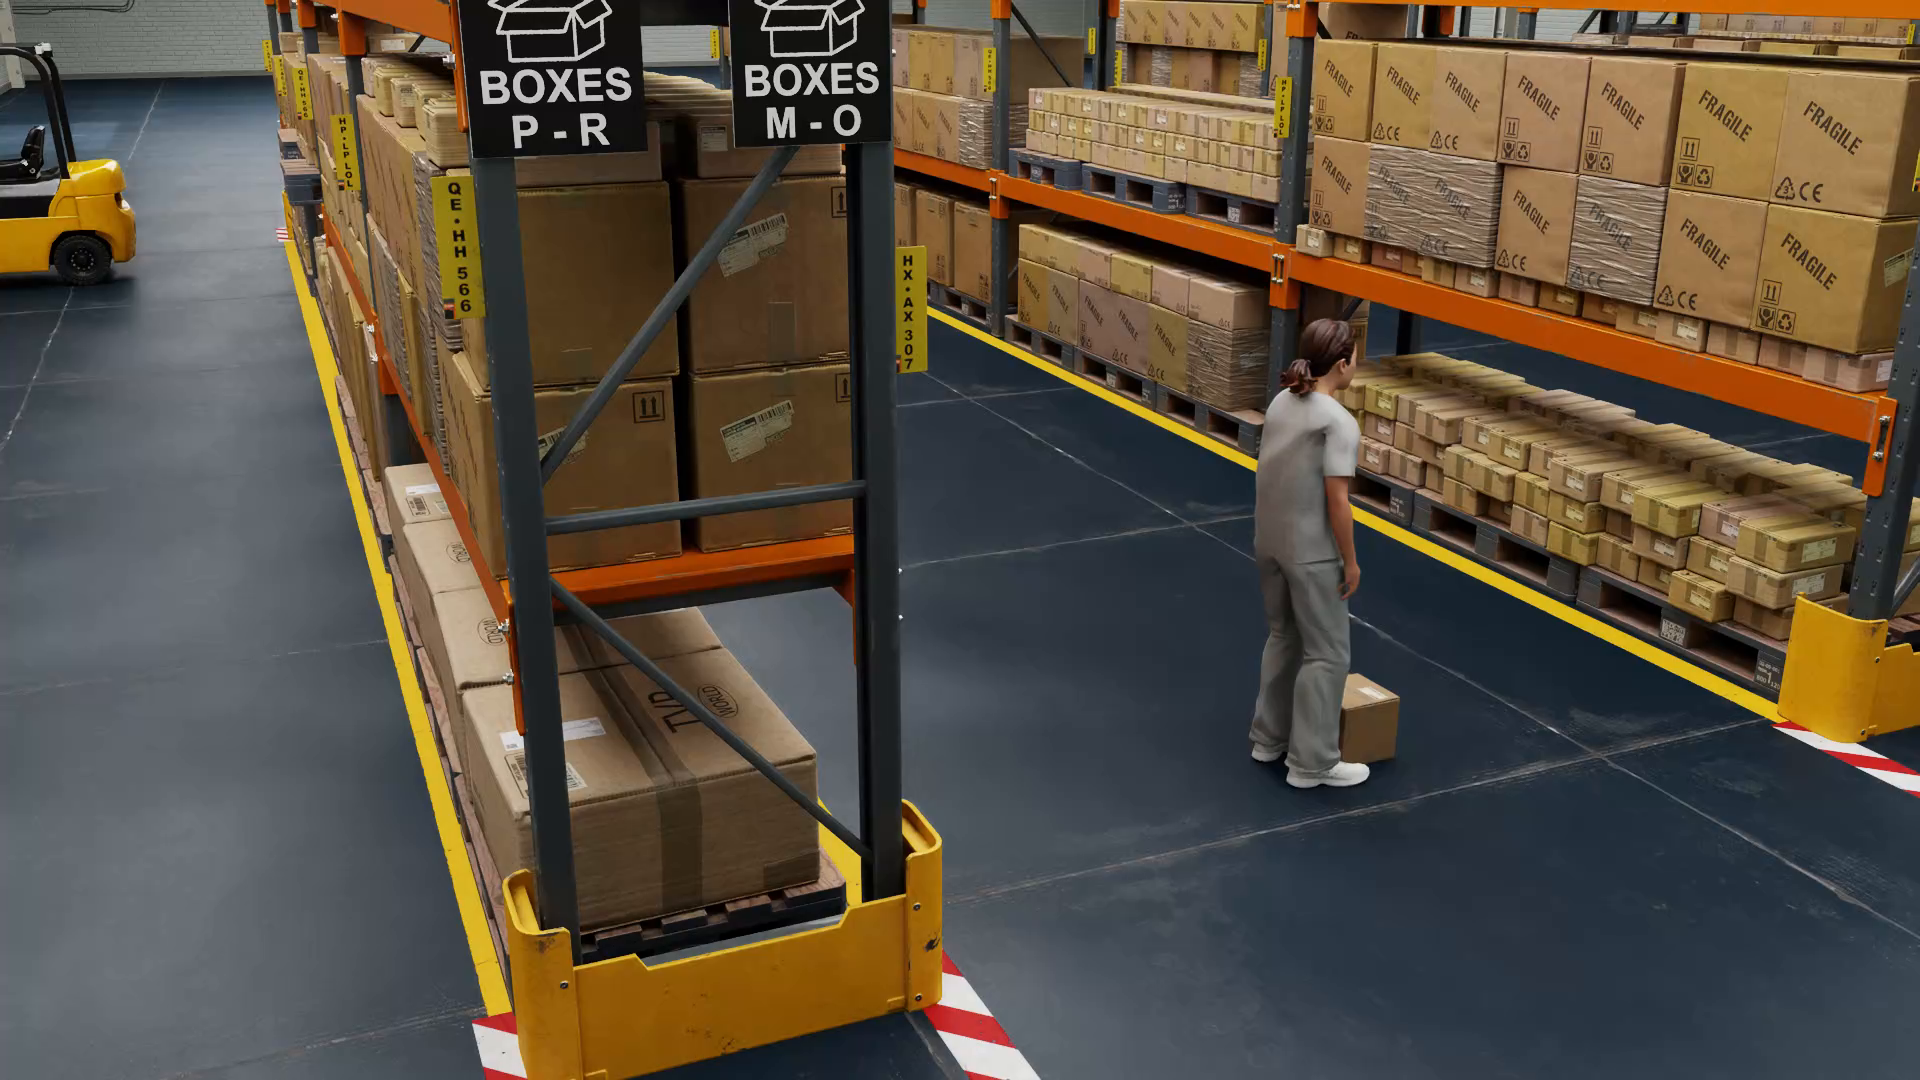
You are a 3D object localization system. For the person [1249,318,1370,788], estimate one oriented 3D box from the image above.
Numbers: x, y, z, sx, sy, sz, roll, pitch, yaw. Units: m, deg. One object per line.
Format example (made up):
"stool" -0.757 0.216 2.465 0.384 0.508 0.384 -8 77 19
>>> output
"person" 1.248 0.045 5.937 0.369 1.671 0.507 -9 21 -25
